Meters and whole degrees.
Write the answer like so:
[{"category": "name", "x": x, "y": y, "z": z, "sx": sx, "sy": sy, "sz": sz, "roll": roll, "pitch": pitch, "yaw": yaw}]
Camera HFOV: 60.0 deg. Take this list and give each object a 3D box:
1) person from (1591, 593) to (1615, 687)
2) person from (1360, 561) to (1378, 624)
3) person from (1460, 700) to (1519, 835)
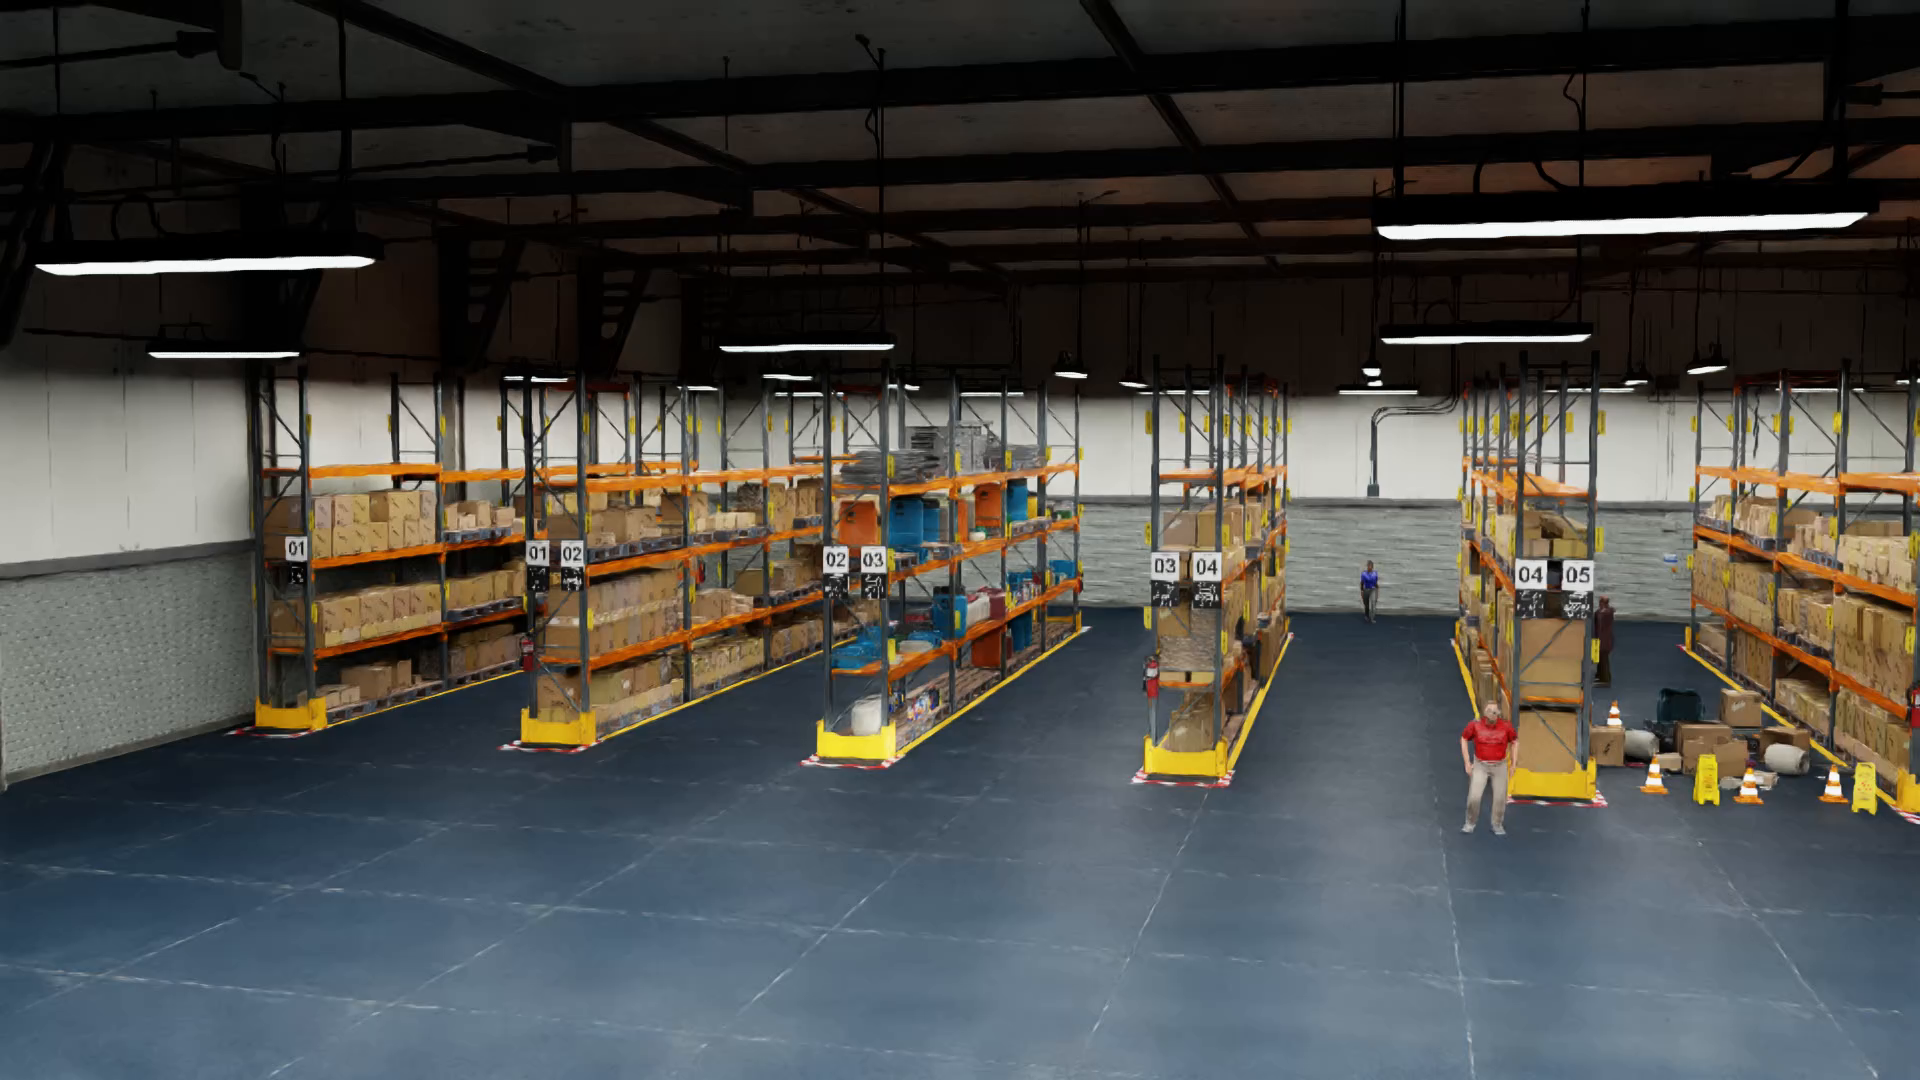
[{"category": "person", "x": 12.262, "y": 1.903, "z": 31.834, "sx": 0.551, "sy": 1.782, "sz": 0.631, "roll": 4, "pitch": 5, "yaw": 44}, {"category": "person", "x": 10.356, "y": 1.292, "z": 42.087, "sx": 0.447, "sy": 1.564, "sz": 1.088, "roll": 1, "pitch": 4, "yaw": 16}, {"category": "person", "x": 6.465, "y": 2.769, "z": 20.321, "sx": 0.682, "sy": 1.676, "sz": 0.535, "roll": 1, "pitch": 4, "yaw": 13}]
